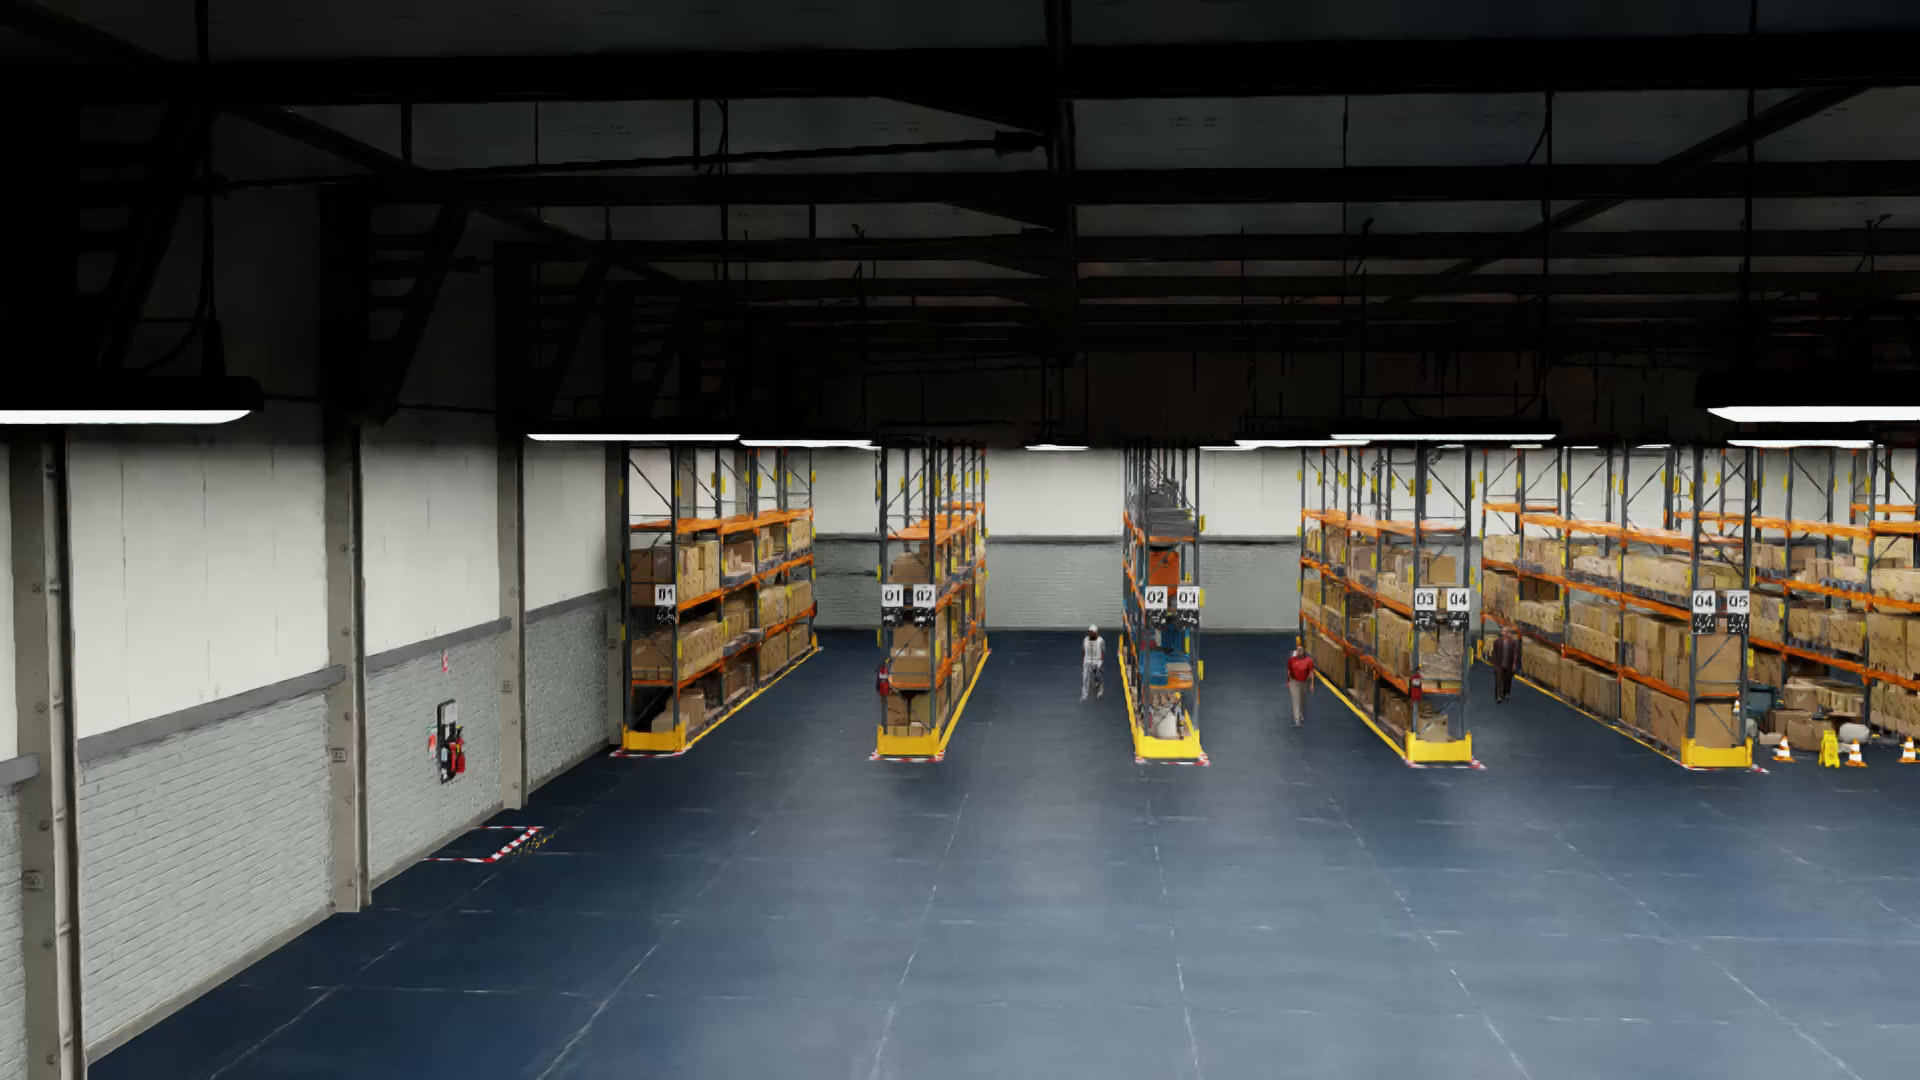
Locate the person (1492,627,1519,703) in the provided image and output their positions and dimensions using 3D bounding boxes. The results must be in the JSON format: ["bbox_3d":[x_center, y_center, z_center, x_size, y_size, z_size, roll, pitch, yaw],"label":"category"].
[{"bbox_3d":[12.416,2.824,37.846,0.573,1.715,1.103,1,3,13],"label":"person"}]

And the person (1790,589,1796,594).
[{"bbox_3d":[23.885,2.300,47.646,0.701,1.769,0.555,-1,3,-24],"label":"person"}]

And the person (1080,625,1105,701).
[{"bbox_3d":[3.061,2.806,38.177,0.554,1.722,1.037,1,3,14],"label":"person"}]

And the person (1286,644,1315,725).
[{"bbox_3d":[7.146,3.003,34.880,0.554,1.644,1.024,0,3,3],"label":"person"}]
